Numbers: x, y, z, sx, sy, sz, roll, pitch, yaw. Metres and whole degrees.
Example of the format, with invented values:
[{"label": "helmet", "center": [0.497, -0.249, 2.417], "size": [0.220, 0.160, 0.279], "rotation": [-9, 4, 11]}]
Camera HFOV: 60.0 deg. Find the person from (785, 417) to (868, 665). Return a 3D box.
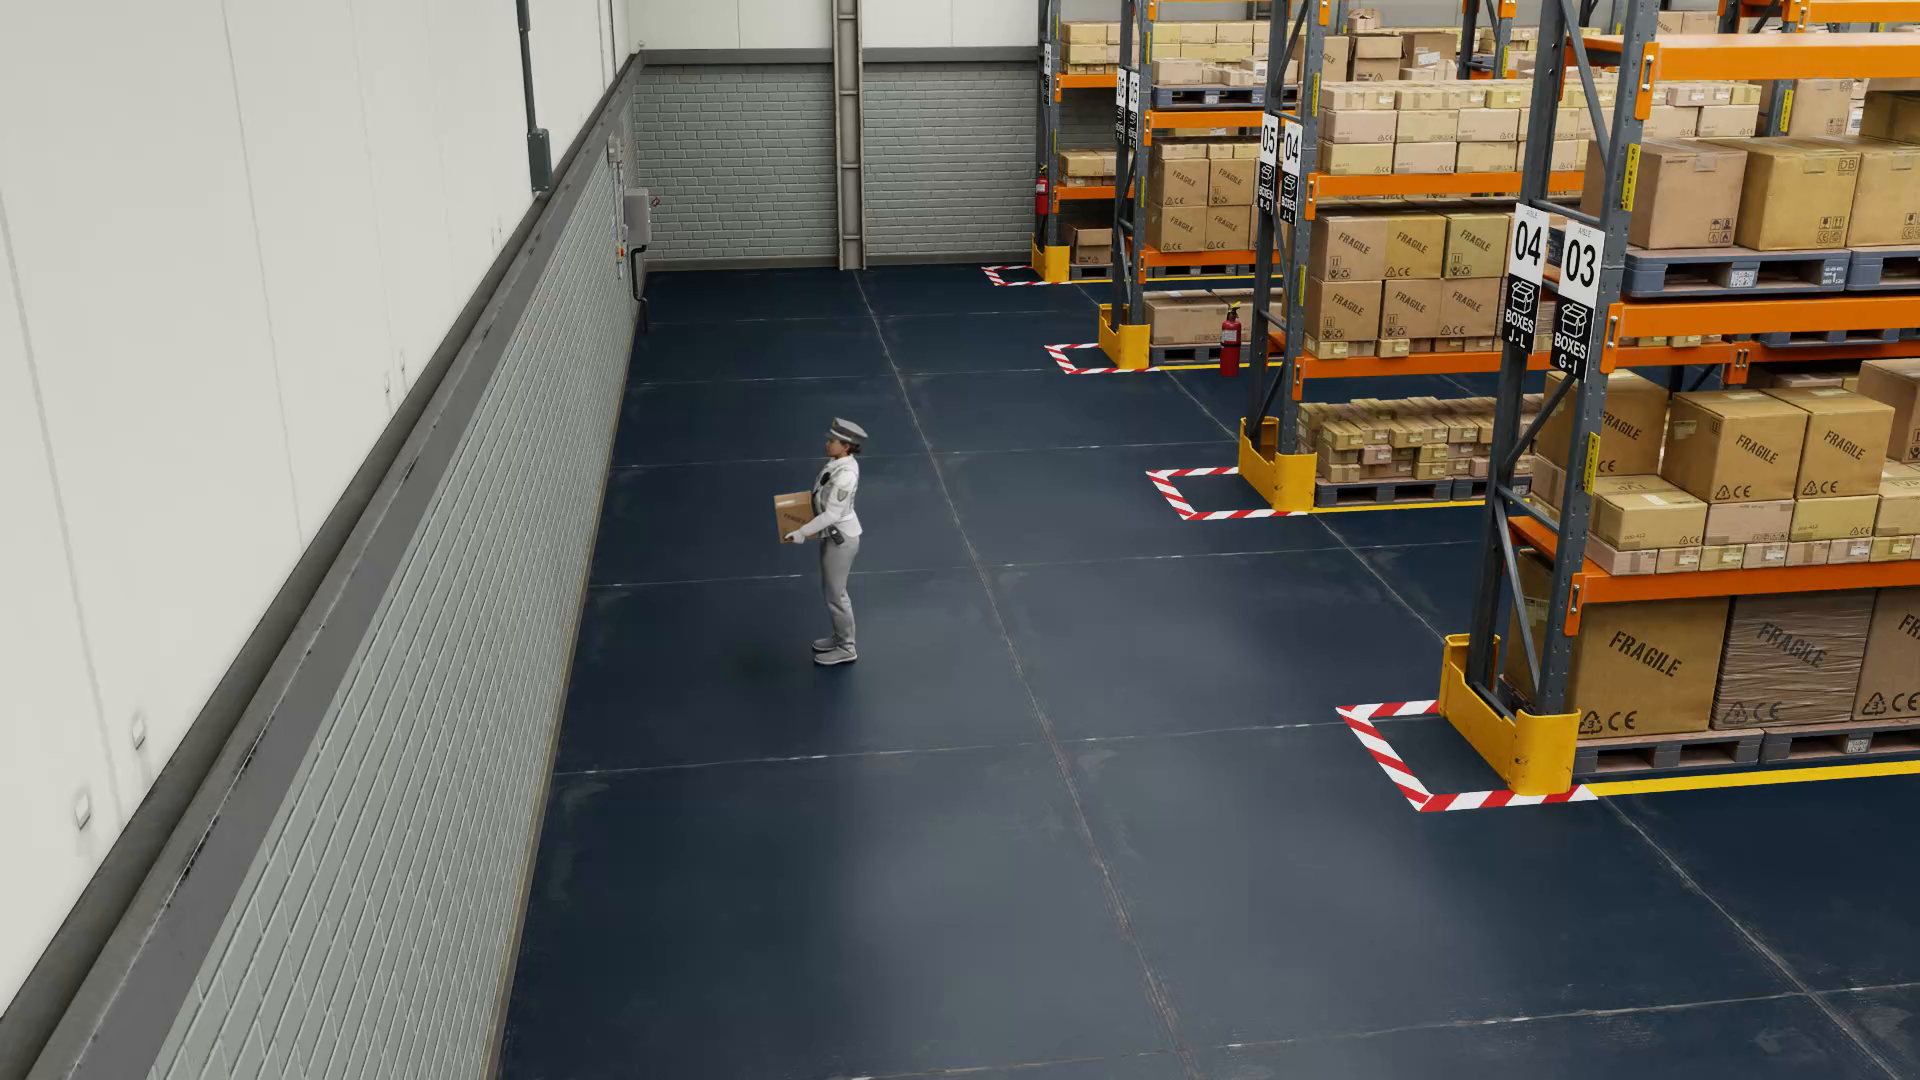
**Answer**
[{"label": "person", "center": [-0.884, -0.005, 11.050], "size": [0.563, 1.686, 0.461], "rotation": [-3, 20, -8]}]
